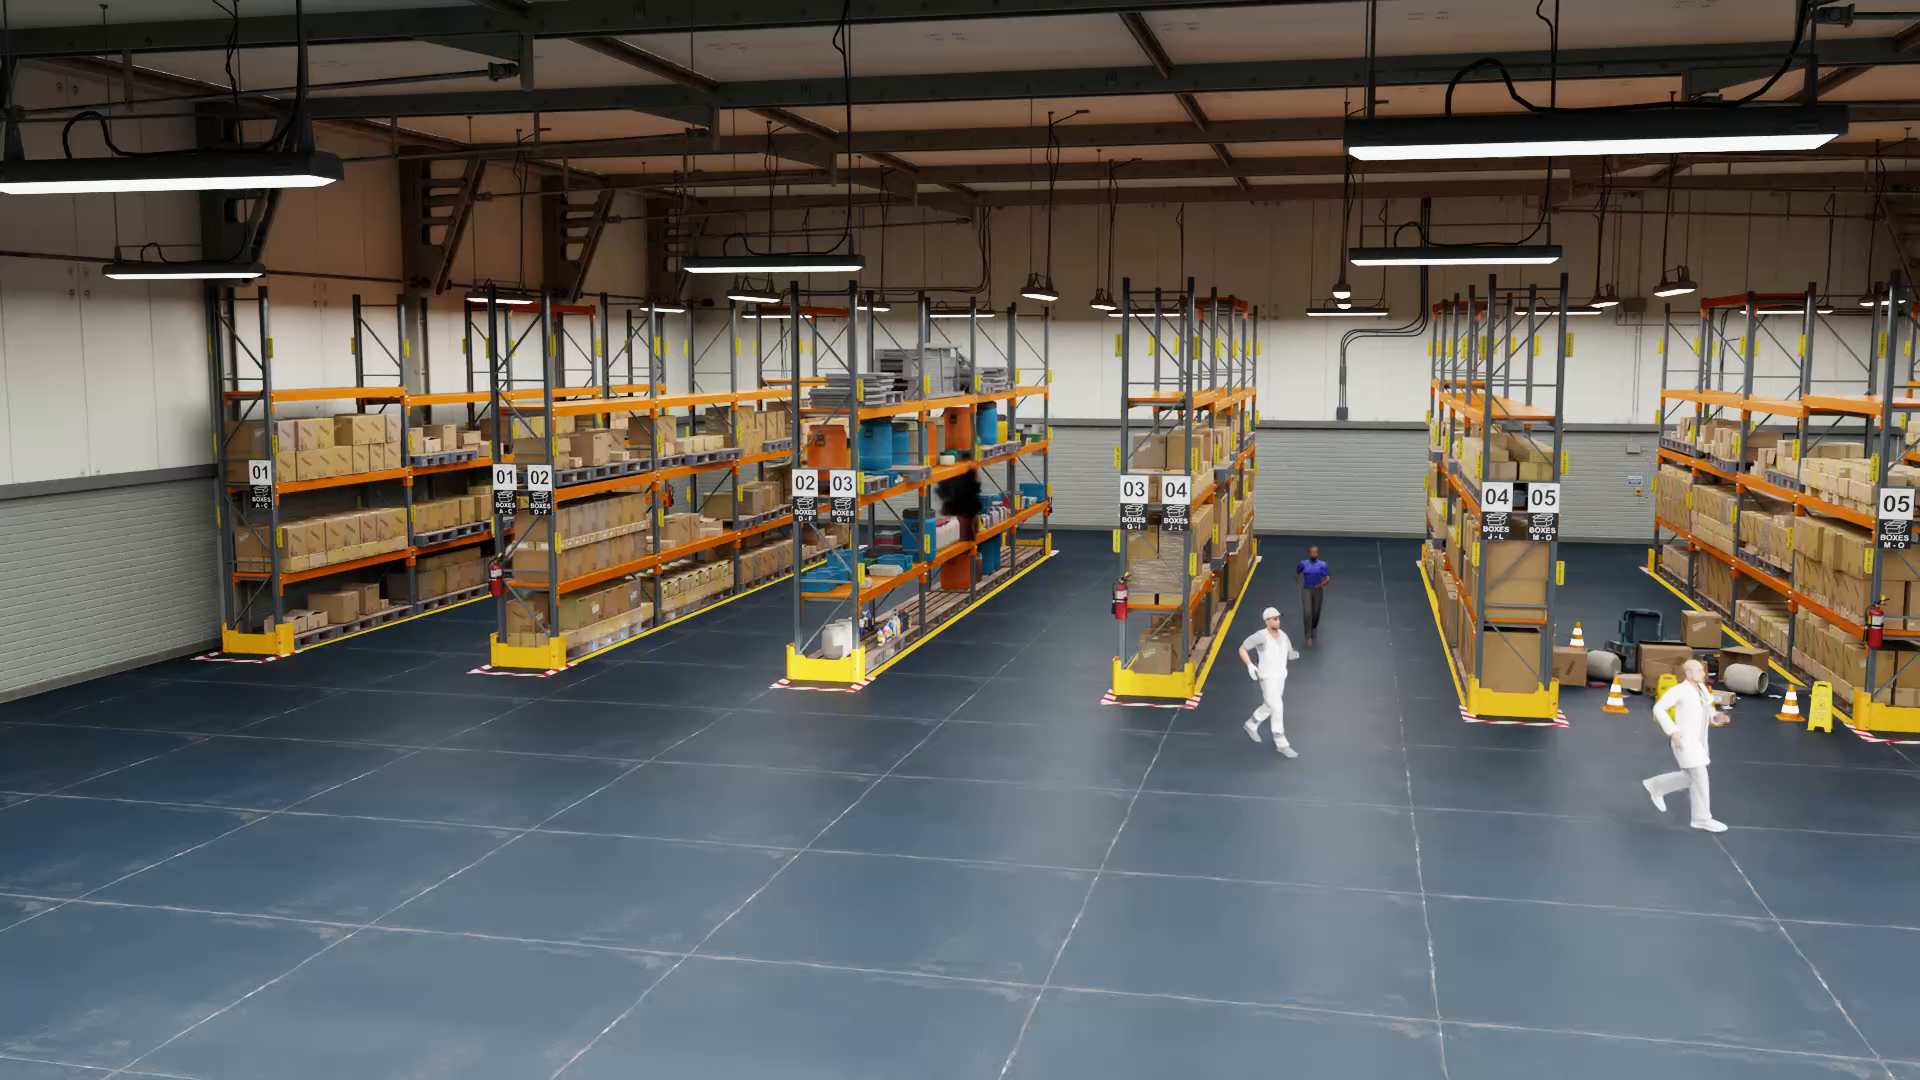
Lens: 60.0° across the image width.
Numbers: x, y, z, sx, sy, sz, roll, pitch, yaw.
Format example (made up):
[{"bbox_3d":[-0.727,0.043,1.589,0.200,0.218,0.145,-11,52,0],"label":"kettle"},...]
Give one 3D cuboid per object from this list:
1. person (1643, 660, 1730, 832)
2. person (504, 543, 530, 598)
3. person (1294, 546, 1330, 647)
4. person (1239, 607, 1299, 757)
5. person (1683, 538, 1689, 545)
[{"bbox_3d":[7.612,2.117,17.439,0.709,1.756,0.954,-5,8,-38],"label":"person"},{"bbox_3d":[-7.940,0.633,30.199,0.691,1.776,0.944,1,7,6],"label":"person"},{"bbox_3d":[6.003,0.927,28.368,0.585,1.679,0.841,1,7,9],"label":"person"},{"bbox_3d":[3.859,1.721,20.601,0.661,1.783,0.987,-5,8,-38],"label":"person"},{"bbox_3d":[16.868,-0.217,38.199,0.676,1.656,0.617,-6,9,-41],"label":"person"}]
